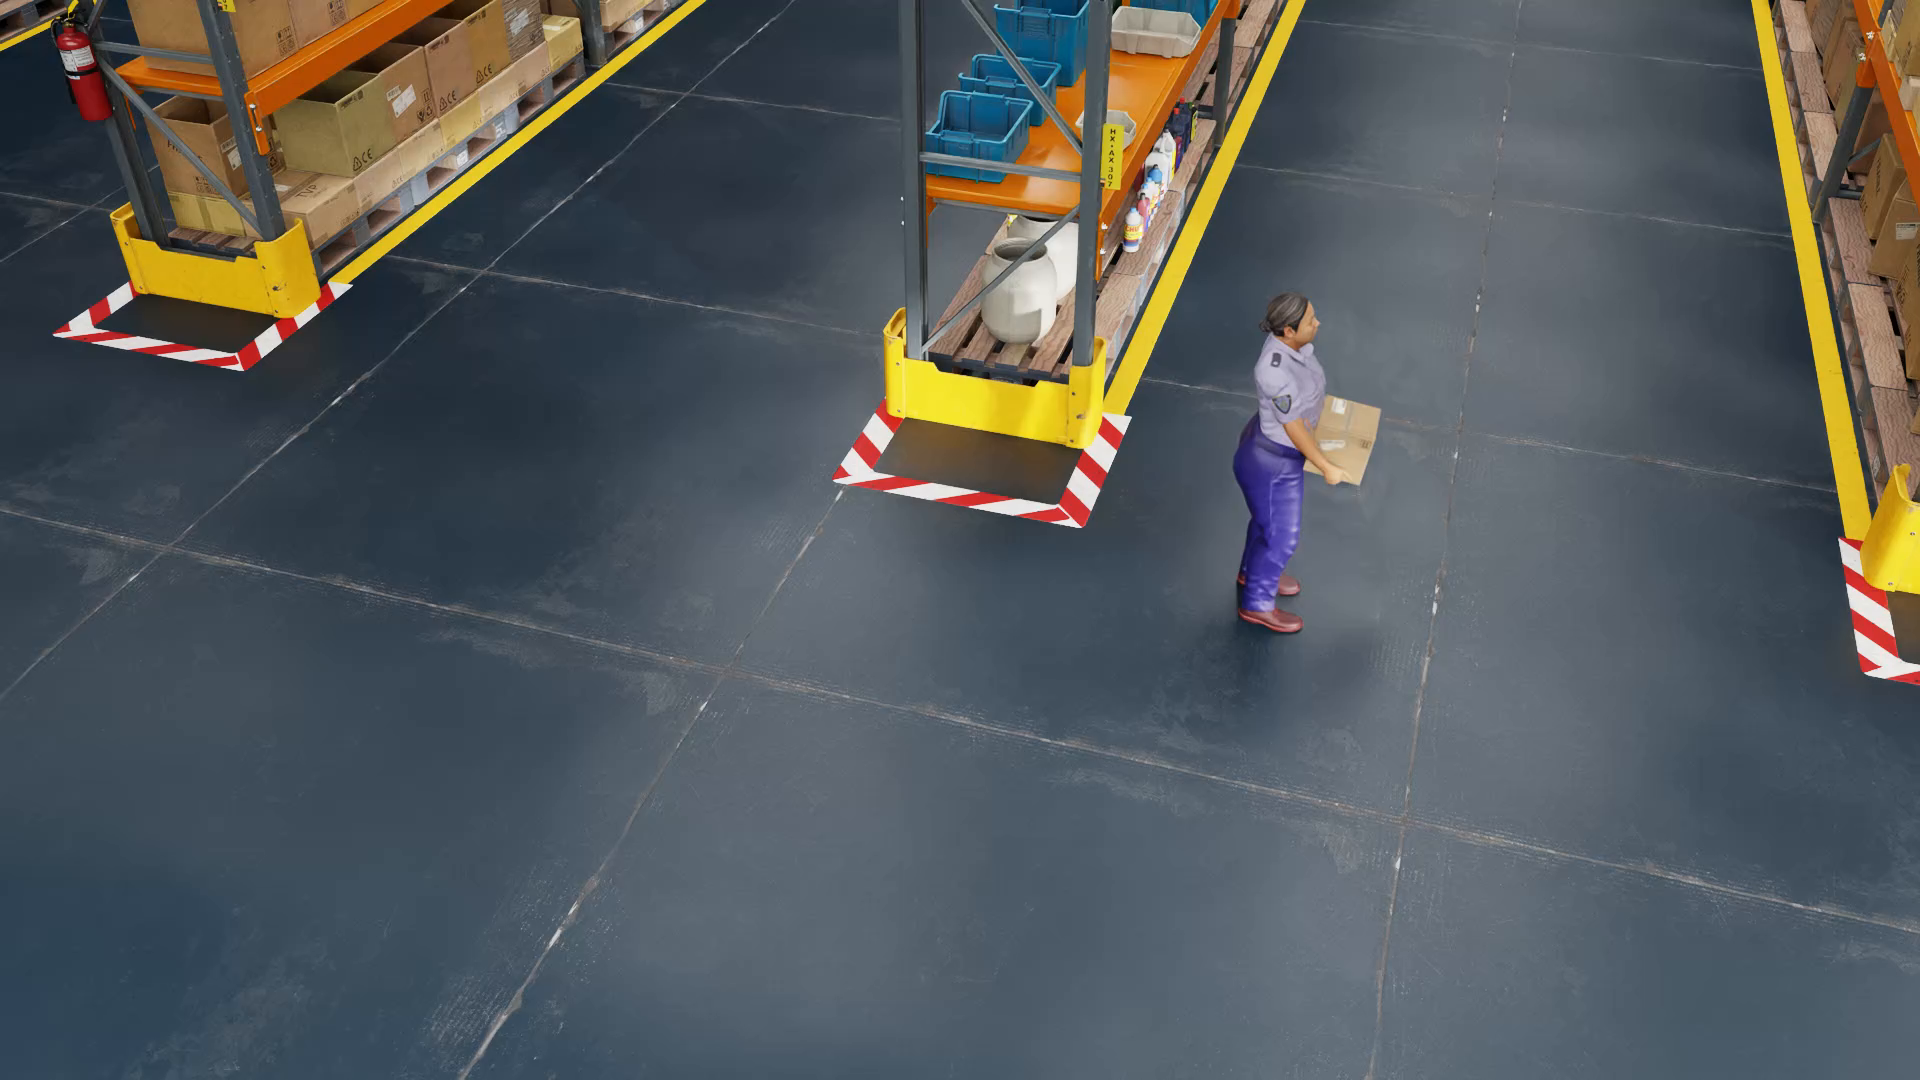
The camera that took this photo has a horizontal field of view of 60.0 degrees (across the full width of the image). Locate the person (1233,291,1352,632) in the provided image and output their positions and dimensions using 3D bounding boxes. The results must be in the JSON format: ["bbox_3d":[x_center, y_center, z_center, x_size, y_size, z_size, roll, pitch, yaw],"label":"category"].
[{"bbox_3d":[1.484,-0.343,7.372,0.519,1.633,0.441,11,39,14],"label":"person"}]
